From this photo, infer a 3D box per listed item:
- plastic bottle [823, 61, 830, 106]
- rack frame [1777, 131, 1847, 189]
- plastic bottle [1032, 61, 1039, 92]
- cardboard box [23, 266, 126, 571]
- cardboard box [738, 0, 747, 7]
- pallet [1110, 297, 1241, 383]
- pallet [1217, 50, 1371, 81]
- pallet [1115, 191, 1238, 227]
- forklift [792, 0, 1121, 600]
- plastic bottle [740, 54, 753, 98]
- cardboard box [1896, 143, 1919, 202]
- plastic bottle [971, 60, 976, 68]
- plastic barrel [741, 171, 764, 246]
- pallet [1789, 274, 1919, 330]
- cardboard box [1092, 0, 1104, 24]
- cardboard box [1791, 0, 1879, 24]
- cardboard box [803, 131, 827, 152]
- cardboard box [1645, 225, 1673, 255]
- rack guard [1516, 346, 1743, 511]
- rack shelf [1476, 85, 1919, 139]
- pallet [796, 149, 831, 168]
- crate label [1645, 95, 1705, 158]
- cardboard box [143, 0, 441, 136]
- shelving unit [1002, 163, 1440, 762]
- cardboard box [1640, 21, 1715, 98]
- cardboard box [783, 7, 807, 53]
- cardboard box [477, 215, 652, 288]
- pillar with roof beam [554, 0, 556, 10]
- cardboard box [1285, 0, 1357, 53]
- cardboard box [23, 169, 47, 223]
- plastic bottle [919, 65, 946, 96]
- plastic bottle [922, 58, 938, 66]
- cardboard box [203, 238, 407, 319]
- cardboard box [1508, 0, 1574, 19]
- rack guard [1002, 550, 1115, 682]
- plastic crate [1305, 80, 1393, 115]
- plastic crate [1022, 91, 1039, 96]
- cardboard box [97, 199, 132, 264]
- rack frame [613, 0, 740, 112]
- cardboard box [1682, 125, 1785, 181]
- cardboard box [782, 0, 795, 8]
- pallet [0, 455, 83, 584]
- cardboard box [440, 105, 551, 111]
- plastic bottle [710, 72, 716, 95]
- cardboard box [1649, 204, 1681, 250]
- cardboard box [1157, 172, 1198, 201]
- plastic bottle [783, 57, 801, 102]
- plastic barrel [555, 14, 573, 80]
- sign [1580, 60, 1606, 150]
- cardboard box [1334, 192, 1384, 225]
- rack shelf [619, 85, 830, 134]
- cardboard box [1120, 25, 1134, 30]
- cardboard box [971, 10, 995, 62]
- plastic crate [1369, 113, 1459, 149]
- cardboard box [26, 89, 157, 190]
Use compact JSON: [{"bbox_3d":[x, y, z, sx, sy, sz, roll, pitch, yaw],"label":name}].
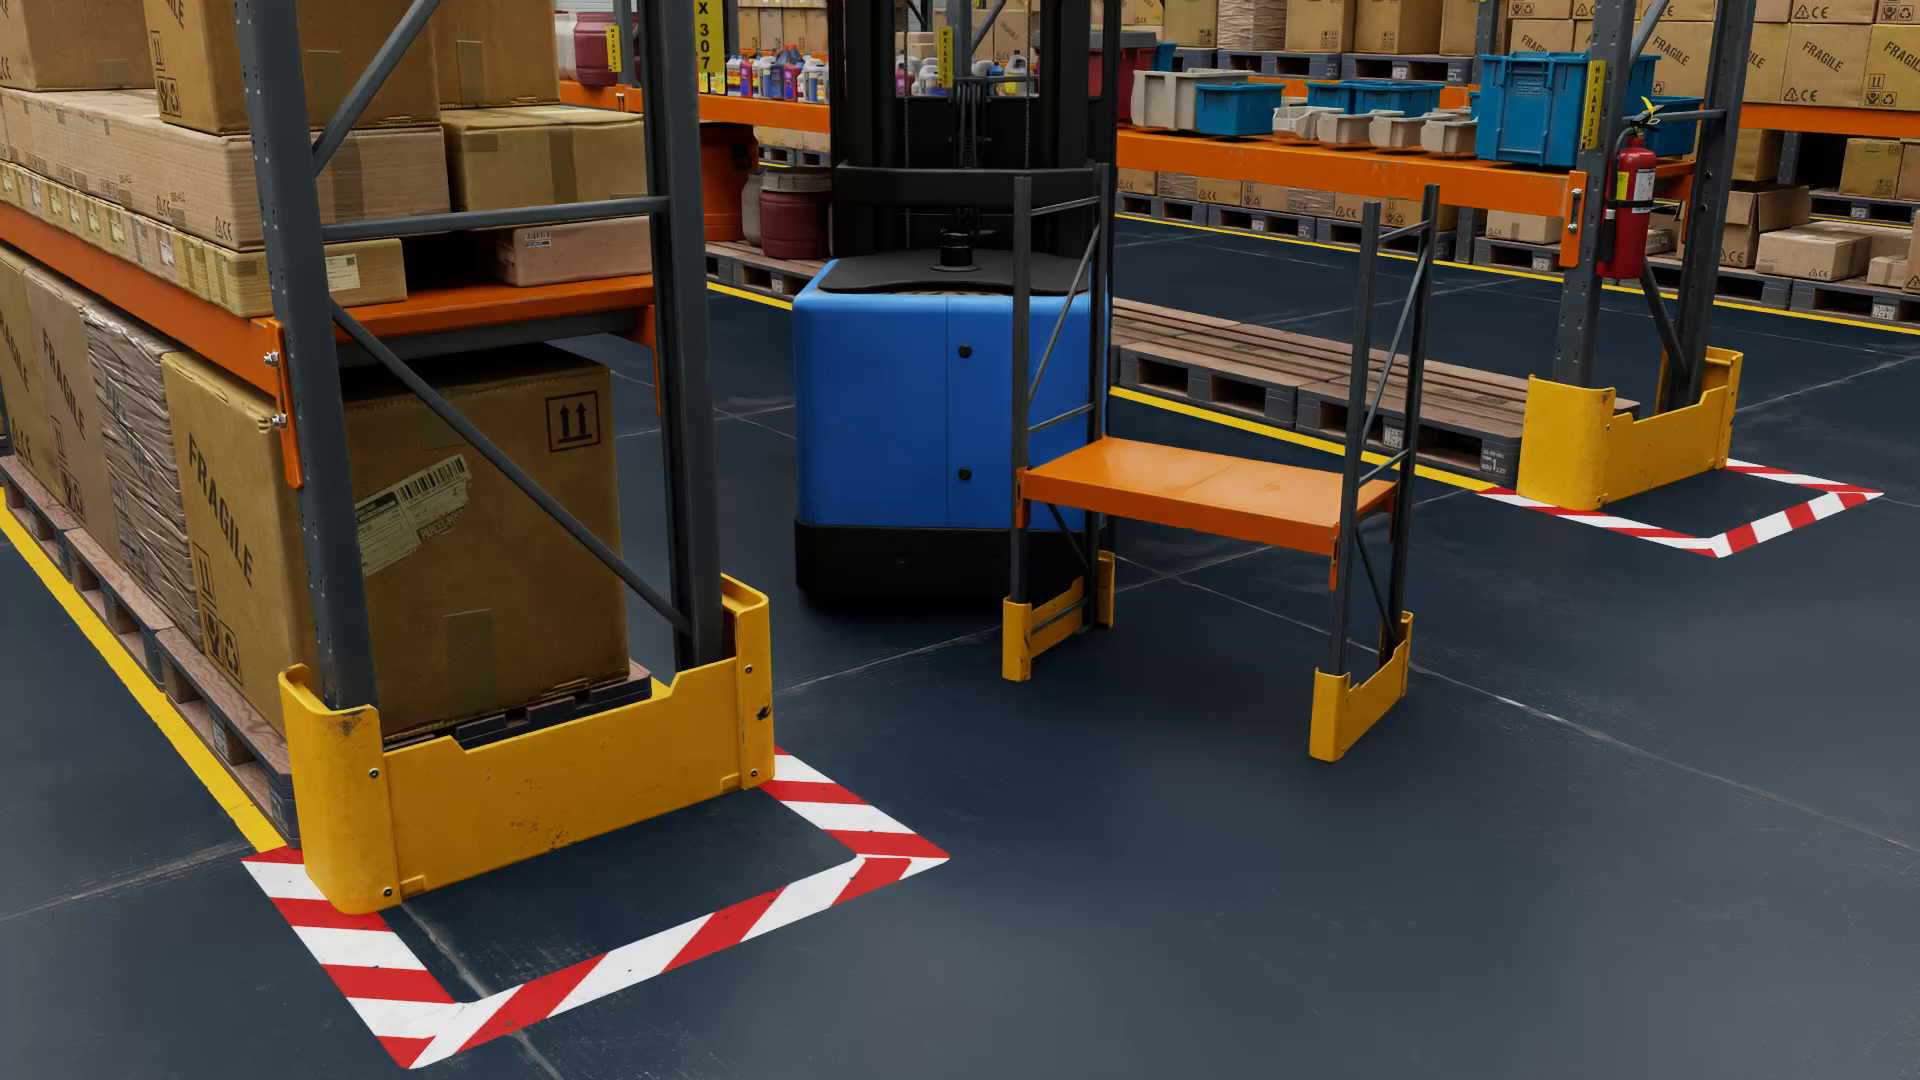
[{"bbox_3d":[-0.771,-2.899,10.543,0.152,0.276,0.135,-14,23,-36],"label":"plastic bottle"},{"bbox_3d":[8.116,-4.610,15.512,1.000,3.000,0.127,-14,23,-36],"label":"rack frame"},{"bbox_3d":[0.457,-2.795,10.216,0.061,0.283,0.133,-14,23,-36],"label":"plastic bottle"},{"bbox_3d":[-2.626,-0.500,5.814,0.875,0.875,0.875,-14,23,-36],"label":"cardboard box"},{"bbox_3d":[-2.498,-6.562,20.216,0.380,0.149,0.250,-15,23,-38],"label":"cardboard box"},{"bbox_3d":[0.837,-1.179,9.587,1.003,0.211,1.213,-14,23,-36],"label":"pallet"},{"bbox_3d":[2.963,-4.058,14.152,1.003,0.211,1.213,-14,23,-36],"label":"pallet"},{"bbox_3d":[2.186,-3.113,15.427,1.003,0.211,1.213,-14,23,-36],"label":"pallet"},{"bbox_3d":[0.071,-1.606,6.551,1.130,2.935,3.031,1,18,4],"label":"forklift"},{"bbox_3d":[-1.436,-3.143,11.269,0.061,0.283,0.133,-14,23,-36],"label":"plastic bottle"},{"bbox_3d":[8.810,-3.294,14.847,0.700,0.500,0.500,-14,23,-37],"label":"cardboard box"},{"bbox_3d":[0.084,-2.928,10.637,0.097,0.271,0.097,0,18,0],"label":"plastic bottle"},{"bbox_3d":[-1.396,-2.441,12.253,0.421,0.512,0.421,0,18,0],"label":"plastic barrel"},{"bbox_3d":[6.176,-1.548,10.701,1.003,0.211,1.213,-14,23,-36],"label":"pallet"},{"bbox_3d":[1.995,-7.180,22.287,0.500,0.500,0.500,-15,23,-38],"label":"cardboard box"},{"bbox_3d":[5.587,-3.486,10.368,0.500,0.500,0.500,-13,22,-35],"label":"cardboard box"},{"bbox_3d":[-1.494,-4.704,19.503,0.500,0.250,0.500,-14,23,-36],"label":"cardboard box"},{"bbox_3d":[4.871,-2.149,11.888,0.380,0.166,0.250,-14,23,-36],"label":"cardboard box"},{"bbox_3d":[2.859,-0.501,7.079,1.175,0.500,0.348,-14,23,-36],"label":"rack guard"},{"bbox_3d":[5.477,-2.808,11.215,1.077,0.370,4.000,-14,23,-36],"label":"rack shelf"},{"bbox_3d":[-1.193,-4.494,19.598,1.003,0.211,1.213,-14,23,-36],"label":"pallet"},{"bbox_3d":[2.939,-1.765,7.091,0.416,0.233,0.303,-14,23,-36],"label":"crate label"},{"bbox_3d":[-1.557,-1.219,3.844,0.500,0.500,0.500,-14,23,-35],"label":"cardboard box"},{"bbox_3d":[0.733,-0.275,4.806,1.083,1.500,0.587,12,22,32],"label":"shelving unit"},{"bbox_3d":[4.968,-3.262,11.281,0.500,0.500,0.500,-14,23,-36],"label":"cardboard box"},{"bbox_3d":[-1.653,-6.022,19.618,0.700,0.500,0.500,-14,23,-35],"label":"cardboard box"},{"bbox_3d":[-1.010,-0.757,4.275,0.380,0.149,0.250,-14,23,-36],"label":"cardboard box"},{"bbox_3d":[-12.772,-14.006,34.346,9.100,9.000,0.400,-14,23,-36],"label":"pillar with roof beam"},{"bbox_3d":[3.090,-4.312,13.786,0.500,0.500,0.700,13,23,35],"label":"cardboard box"},{"bbox_3d":[-2.804,-1.133,5.413,0.380,0.149,0.250,-14,23,-35],"label":"cardboard box"},{"bbox_3d":[-0.148,-2.651,9.795,0.152,0.276,0.135,-14,23,-36],"label":"plastic bottle"},{"bbox_3d":[-0.213,-3.034,10.951,0.152,0.276,0.135,-14,23,-36],"label":"plastic bottle"},{"bbox_3d":[-1.528,-0.628,3.887,0.380,0.149,0.250,-13,23,-35],"label":"cardboard box"},{"bbox_3d":[4.308,-3.993,11.900,0.500,0.500,0.500,-13,22,-35],"label":"cardboard box"},{"bbox_3d":[0.318,0.232,5.264,0.087,0.250,0.587,12,22,32],"label":"rack guard"},{"bbox_3d":[1.935,-2.163,8.294,0.416,0.233,0.300,-14,23,-36],"label":"plastic crate"},{"bbox_3d":[0.527,-2.437,9.274,0.396,0.136,0.243,-14,23,-36],"label":"plastic crate"},{"bbox_3d":[-2.163,-0.880,4.647,0.380,0.149,0.250,-15,23,-37],"label":"cardboard box"},{"bbox_3d":[-2.133,-3.662,12.650,1.000,3.000,0.127,-14,23,-36],"label":"rack frame"},{"bbox_3d":[7.611,-3.924,16.191,0.750,0.750,0.750,-14,23,-35],"label":"cardboard box"},{"bbox_3d":[-1.856,-6.307,19.447,0.380,0.149,0.250,-13,22,-35],"label":"cardboard box"},{"bbox_3d":[-3.122,-0.183,6.580,1.003,0.211,1.213,-14,23,-36],"label":"pallet"},{"bbox_3d":[-1.463,-1.092,4.653,0.500,0.250,0.500,-14,23,-37],"label":"cardboard box"},{"bbox_3d":[-1.697,-3.217,11.622,0.097,0.201,0.097,0,18,0],"label":"plastic bottle"},{"bbox_3d":[5.277,-2.305,12.128,0.500,0.311,0.500,-14,23,-36],"label":"cardboard box"},{"bbox_3d":[2.140,-3.354,14.997,0.500,0.500,0.500,-15,24,-38],"label":"cardboard box"},{"bbox_3d":[-1.095,-3.008,10.859,0.061,0.283,0.133,-14,23,-36],"label":"plastic bottle"},{"bbox_3d":[-3.201,-4.031,13.585,0.421,0.512,0.421,0,18,0],"label":"plastic barrel"},{"bbox_3d":[2.413,-1.657,6.334,0.100,0.325,0.005,-14,23,-36],"label":"sign"},{"bbox_3d":[3.404,-2.853,13.485,0.500,0.500,0.500,-14,23,-36],"label":"cardboard box"},{"bbox_3d":[-0.891,-2.828,11.274,1.077,0.370,4.000,-14,23,-36],"label":"rack shelf"},{"bbox_3d":[2.315,-6.701,22.036,0.500,0.250,0.500,-14,23,-36],"label":"cardboard box"},{"bbox_3d":[0.371,-5.215,17.181,0.500,0.500,0.500,-14,23,-36],"label":"cardboard box"},{"bbox_3d":[2.017,-1.834,7.453,0.396,0.136,0.243,-14,23,-36],"label":"plastic crate"},{"bbox_3d":[-2.515,-1.240,5.100,0.500,0.250,0.500,-14,23,-36],"label":"cardboard box"}]
